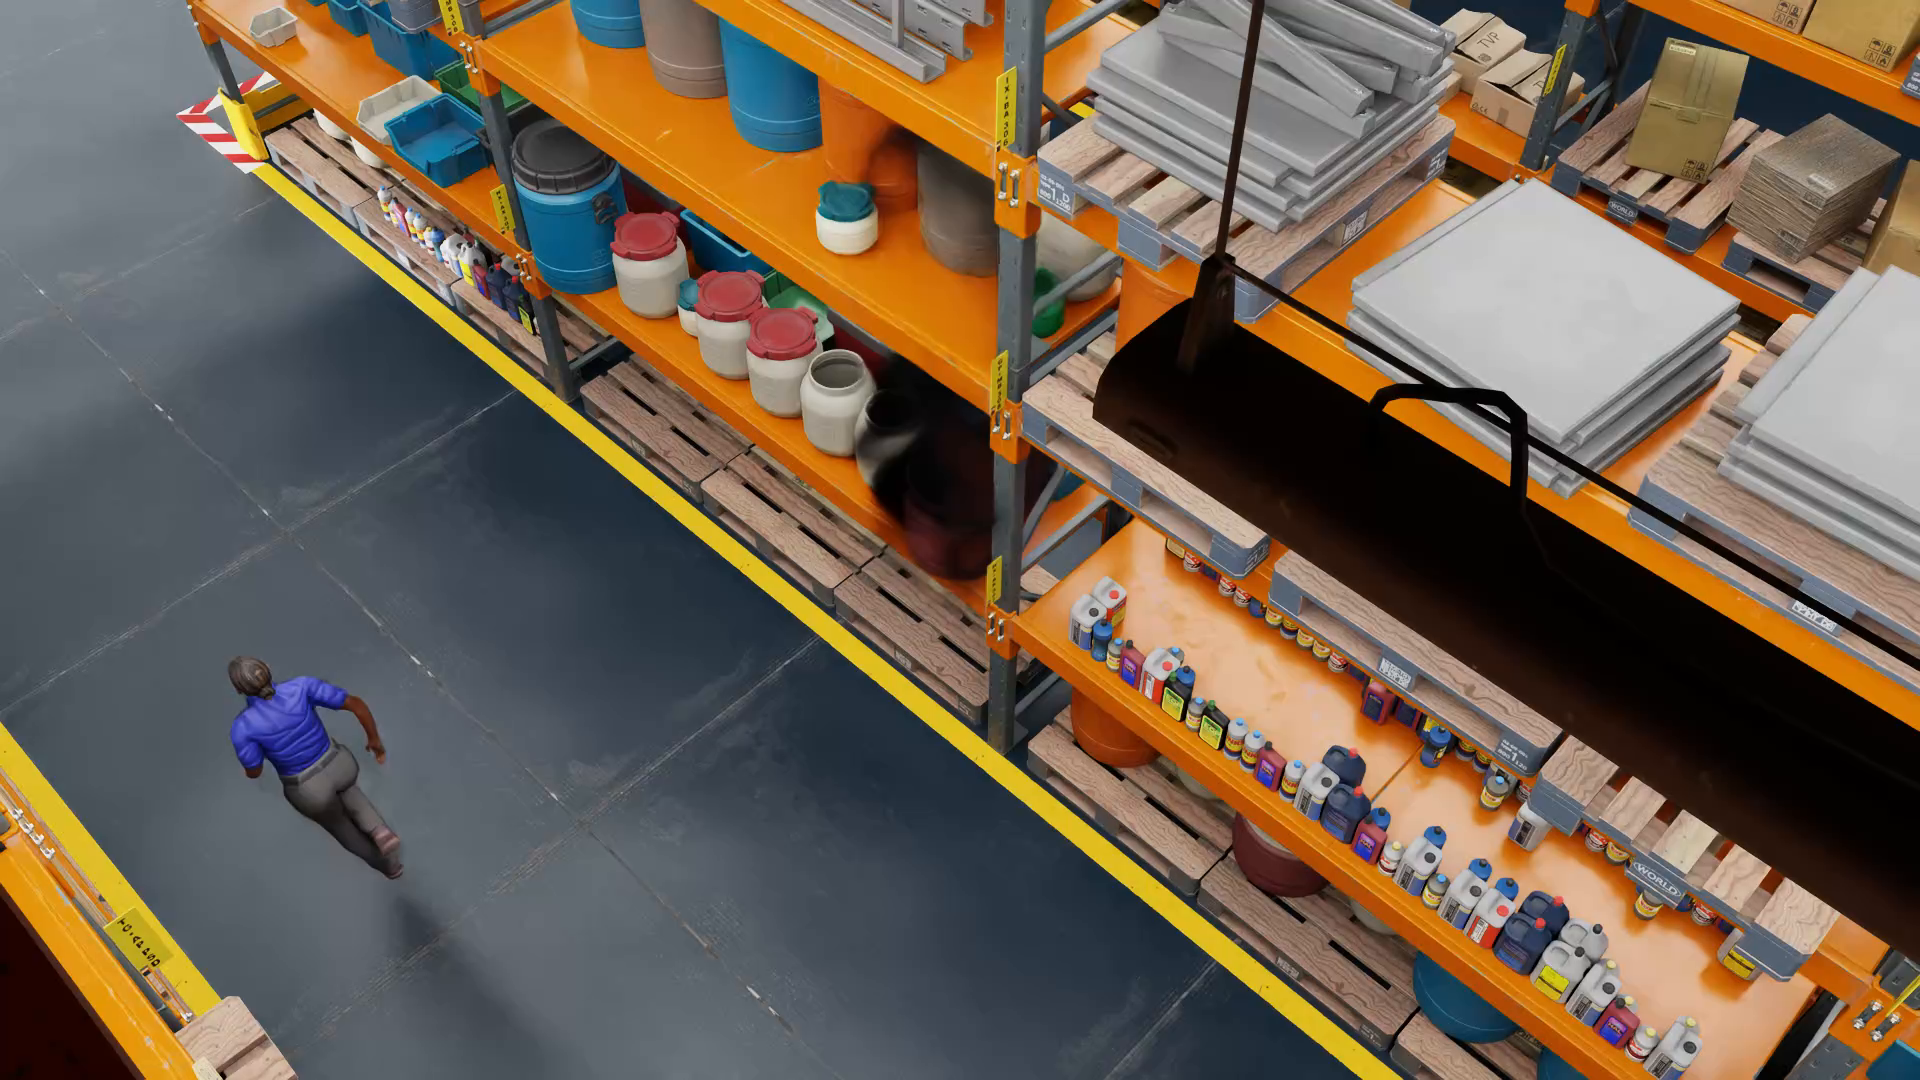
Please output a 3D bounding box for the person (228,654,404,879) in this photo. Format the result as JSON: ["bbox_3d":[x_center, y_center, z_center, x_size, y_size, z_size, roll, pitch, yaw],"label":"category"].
[{"bbox_3d":[-3.140,1.099,8.077,0.654,1.595,0.562,29,56,22],"label":"person"}]
